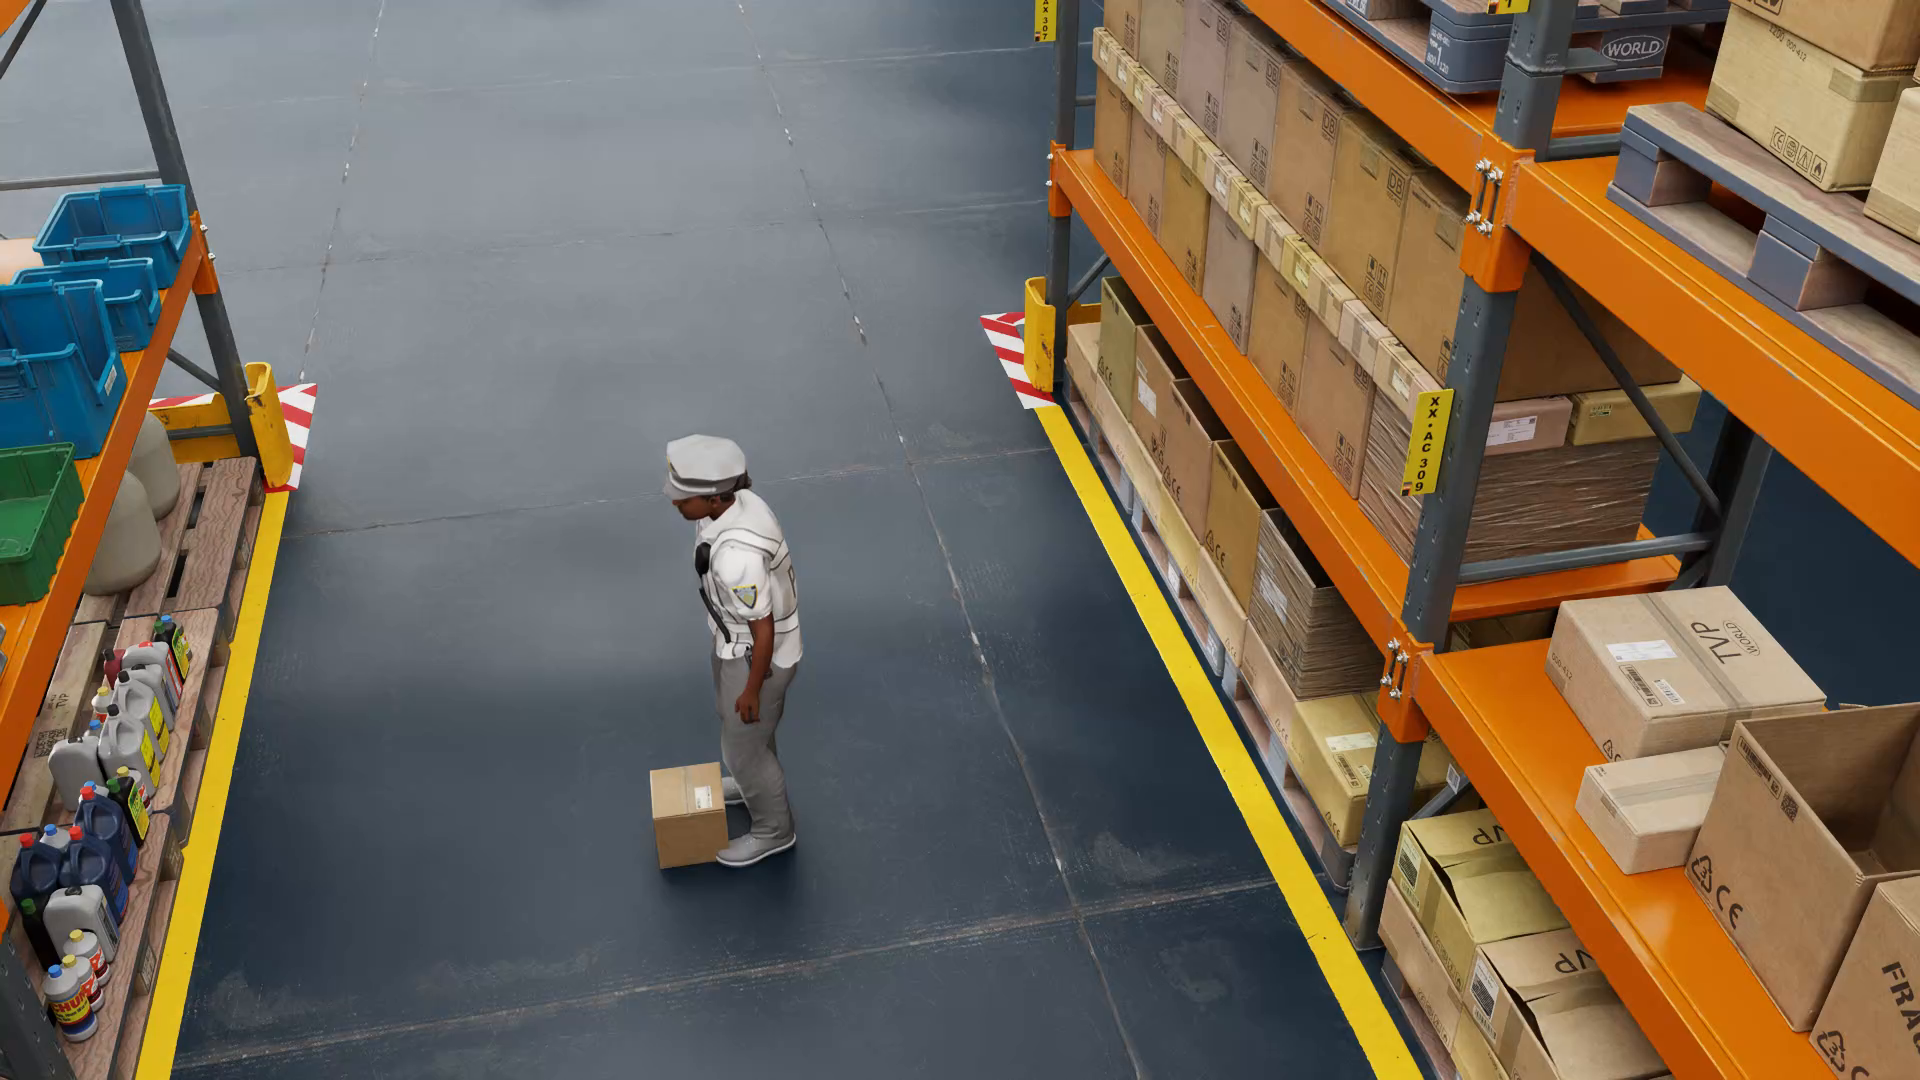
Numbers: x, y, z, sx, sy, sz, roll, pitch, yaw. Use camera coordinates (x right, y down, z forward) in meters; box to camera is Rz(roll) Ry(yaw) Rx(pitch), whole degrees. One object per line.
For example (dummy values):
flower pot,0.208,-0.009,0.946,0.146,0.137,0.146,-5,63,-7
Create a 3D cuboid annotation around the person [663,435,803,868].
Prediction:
person,-0.737,0.370,5.607,0.398,1.659,0.529,-9,36,-13
